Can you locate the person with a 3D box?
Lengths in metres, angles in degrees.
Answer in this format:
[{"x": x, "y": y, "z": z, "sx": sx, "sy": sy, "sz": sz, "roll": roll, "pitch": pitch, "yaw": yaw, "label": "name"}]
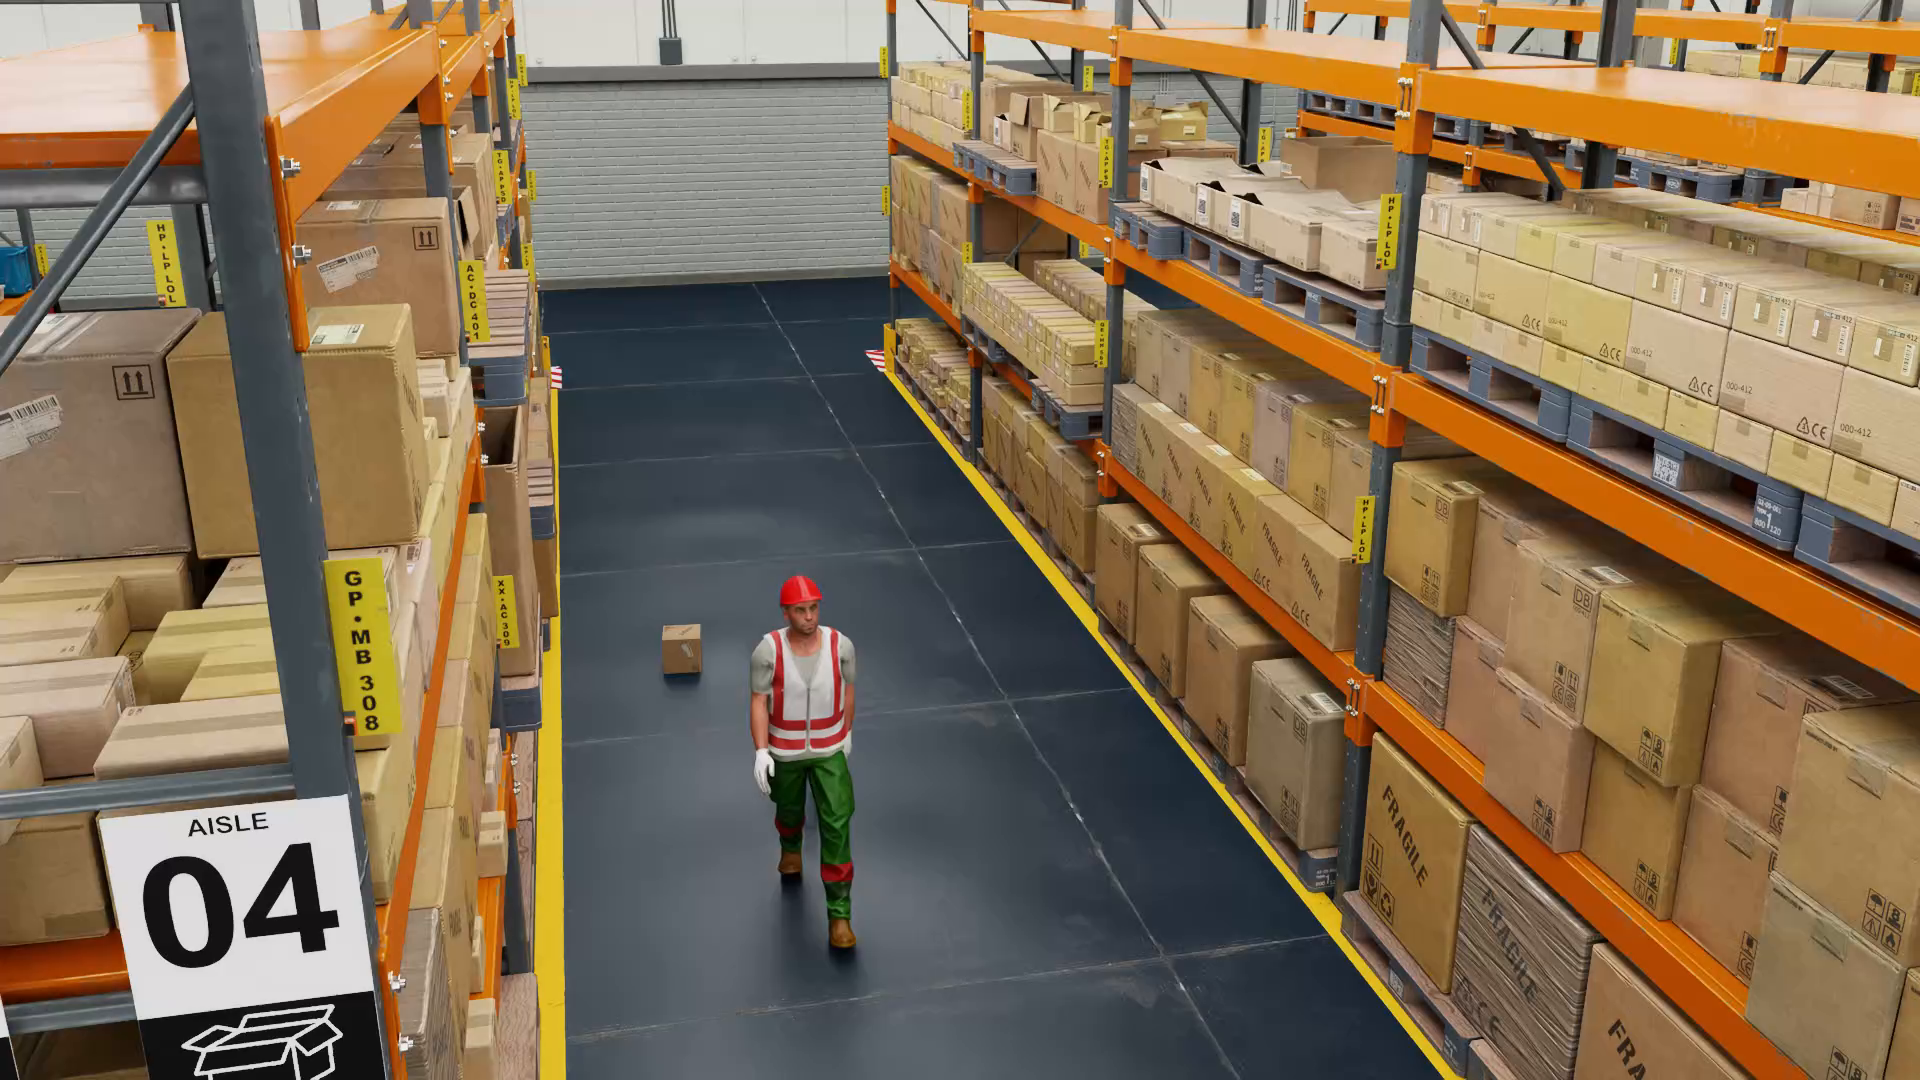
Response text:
[{"x": -0.748, "y": 1.030, "z": 8.110, "sx": 0.534, "sy": 1.742, "sz": 1.027, "roll": -3, "pitch": 20, "yaw": -9, "label": "person"}]
